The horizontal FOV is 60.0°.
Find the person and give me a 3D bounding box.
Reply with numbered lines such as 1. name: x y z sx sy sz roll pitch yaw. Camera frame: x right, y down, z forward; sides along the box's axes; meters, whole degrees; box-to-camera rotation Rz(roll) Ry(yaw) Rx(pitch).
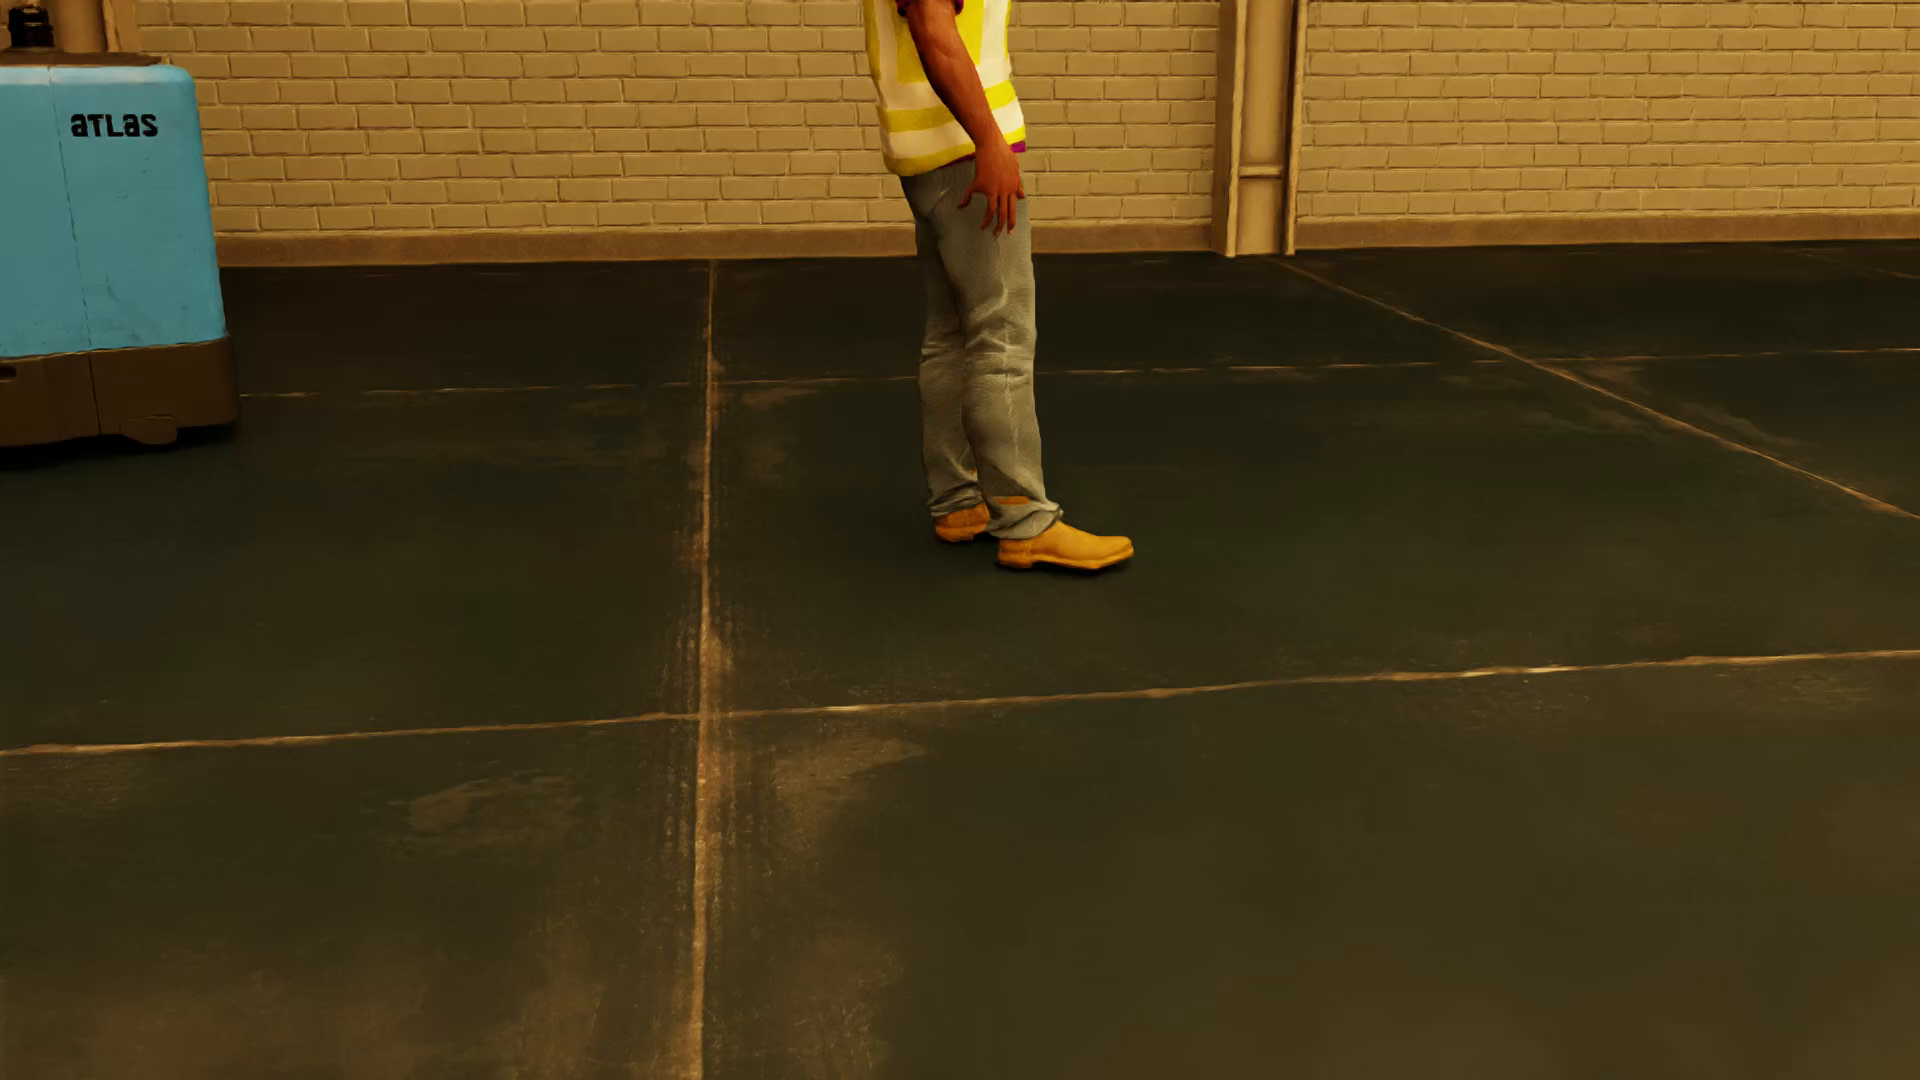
1. person: 0.070 -0.854 3.713 0.576 1.766 0.665 -2 17 -8

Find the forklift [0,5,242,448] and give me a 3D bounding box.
1. forklift: -3.674 -1.608 4.224 3.031 2.935 1.130 -9 19 -27
